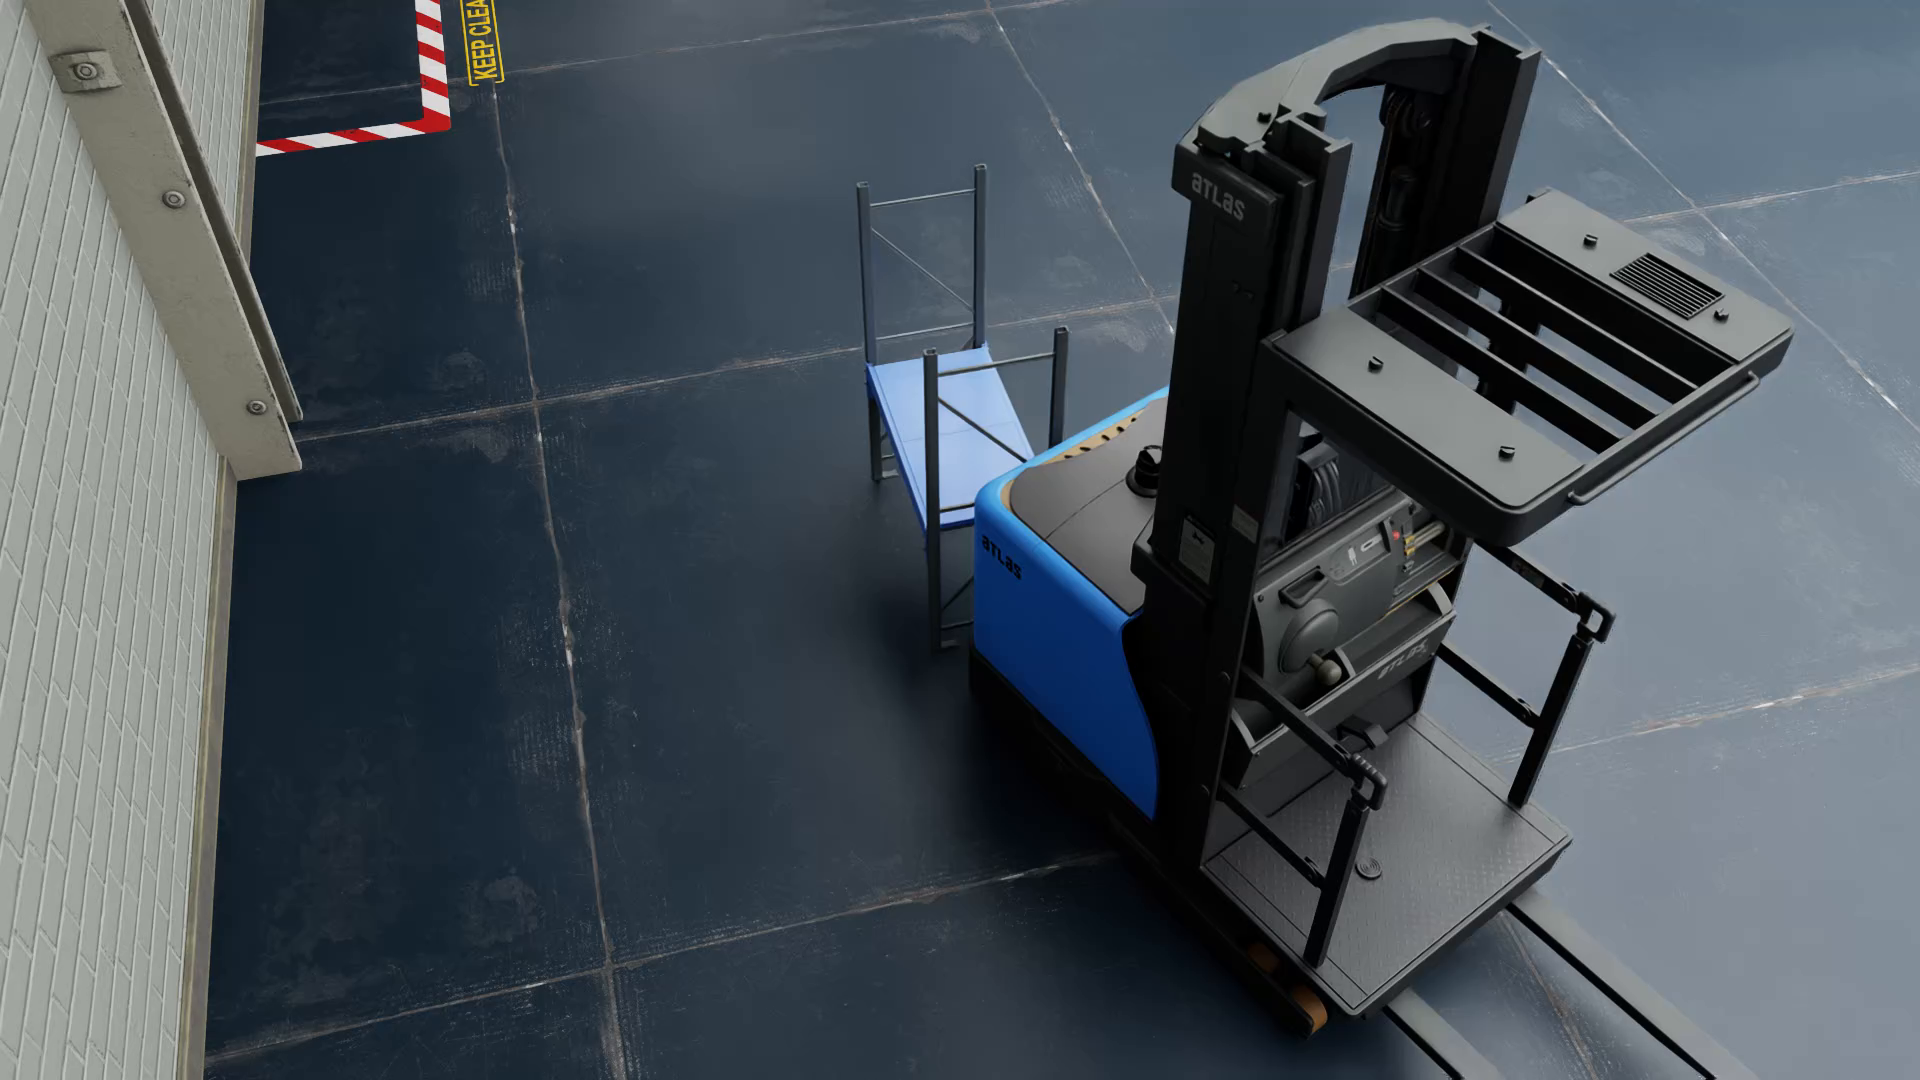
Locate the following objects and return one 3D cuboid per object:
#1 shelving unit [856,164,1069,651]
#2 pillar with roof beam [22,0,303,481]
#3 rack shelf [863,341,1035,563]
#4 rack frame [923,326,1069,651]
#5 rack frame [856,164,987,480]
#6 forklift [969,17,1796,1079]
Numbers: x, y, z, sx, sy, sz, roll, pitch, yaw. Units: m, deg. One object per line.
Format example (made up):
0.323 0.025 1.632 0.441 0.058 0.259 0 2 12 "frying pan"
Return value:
-0.010 -0.493 6.433 0.538 1.500 1.048 -11 47 -10 "shelving unit"
1.070 -4.354 4.967 9.100 9.000 0.400 -11 47 -10 "pillar with roof beam"
-0.010 -0.367 6.562 0.538 0.185 1.000 -11 47 -10 "rack shelf"
0.123 -0.142 6.090 0.500 1.500 0.032 -11 47 -10 "rack frame"
-0.142 -0.843 6.777 0.500 1.500 0.032 -11 47 -10 "rack frame"
1.333 0.176 4.776 1.130 2.935 3.031 -29 52 -25 "forklift"
